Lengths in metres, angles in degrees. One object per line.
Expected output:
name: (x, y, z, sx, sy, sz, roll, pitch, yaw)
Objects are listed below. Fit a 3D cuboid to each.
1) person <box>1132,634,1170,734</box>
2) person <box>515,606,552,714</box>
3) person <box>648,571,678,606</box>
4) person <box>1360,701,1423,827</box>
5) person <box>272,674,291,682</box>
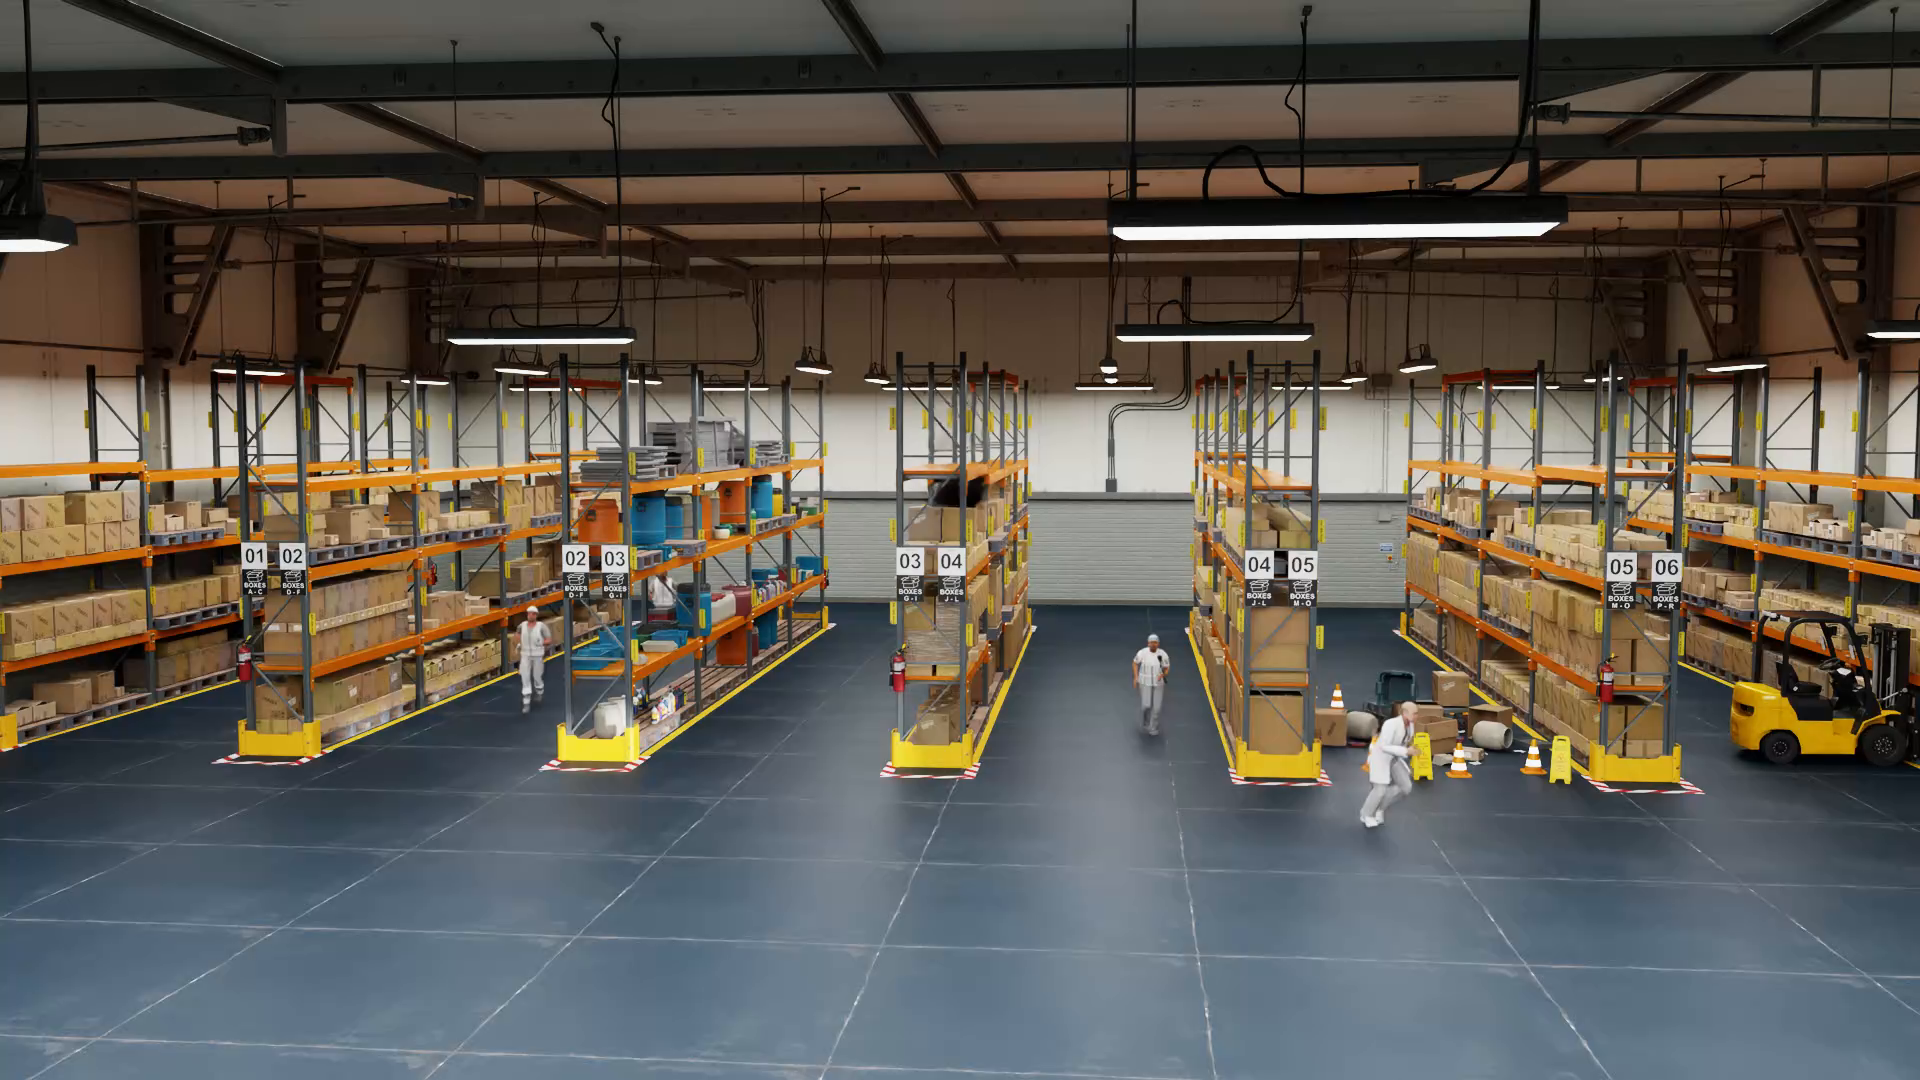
person: (3.054, 2.304, 26.482, 0.587, 1.619, 0.661, 0, 4, 2)
person: (-7.416, 2.040, 28.871, 0.652, 1.803, 0.983, 0, 4, -4)
person: (-6.609, 1.480, 37.075, 0.707, 1.789, 0.852, 0, 4, -6)
person: (5.328, 2.759, 20.384, 0.742, 1.583, 0.972, -3, 5, -37)
person: (-11.951, 2.065, 29.548, 0.599, 1.681, 0.760, 0, 4, -3)
